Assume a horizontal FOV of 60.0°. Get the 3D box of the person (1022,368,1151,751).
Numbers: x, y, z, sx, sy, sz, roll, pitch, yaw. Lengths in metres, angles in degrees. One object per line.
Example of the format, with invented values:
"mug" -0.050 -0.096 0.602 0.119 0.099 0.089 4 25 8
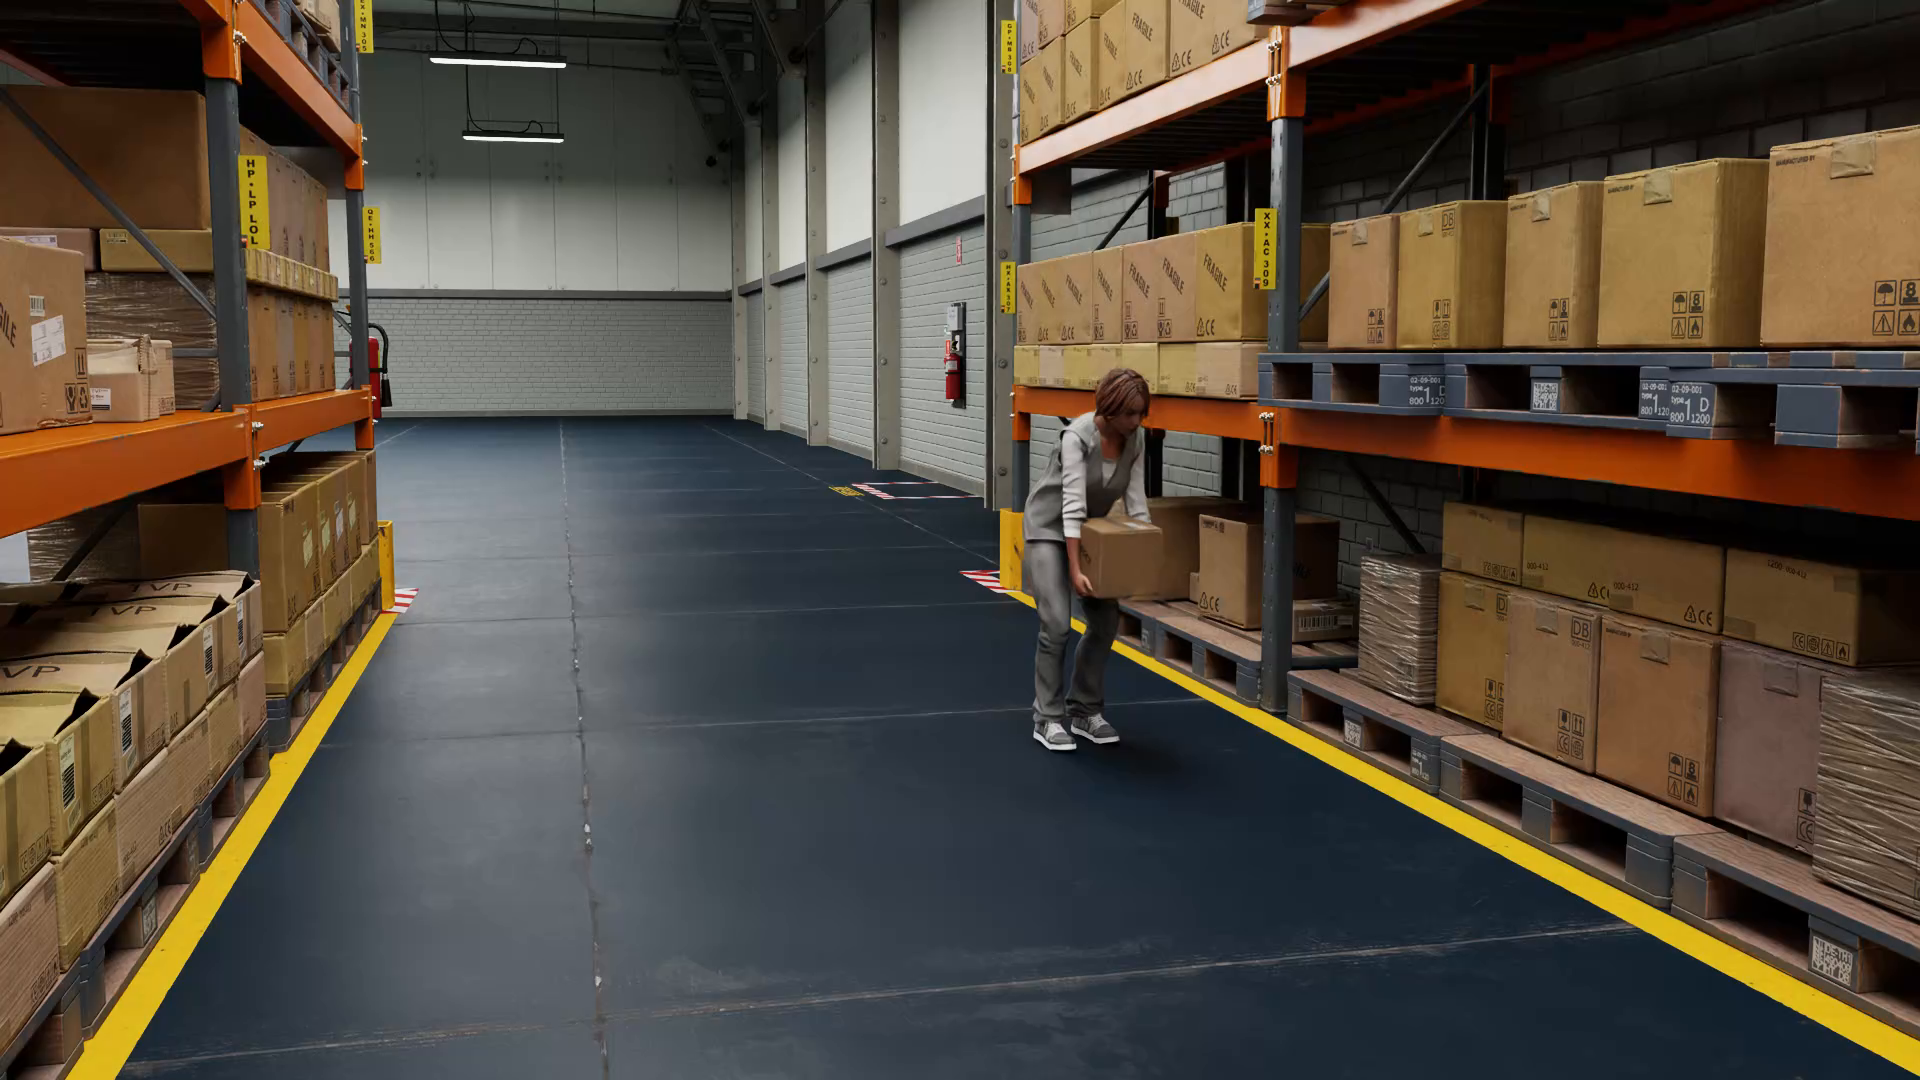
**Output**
"person" 0.489 0.086 6.318 0.376 1.444 0.645 -3 7 -28
